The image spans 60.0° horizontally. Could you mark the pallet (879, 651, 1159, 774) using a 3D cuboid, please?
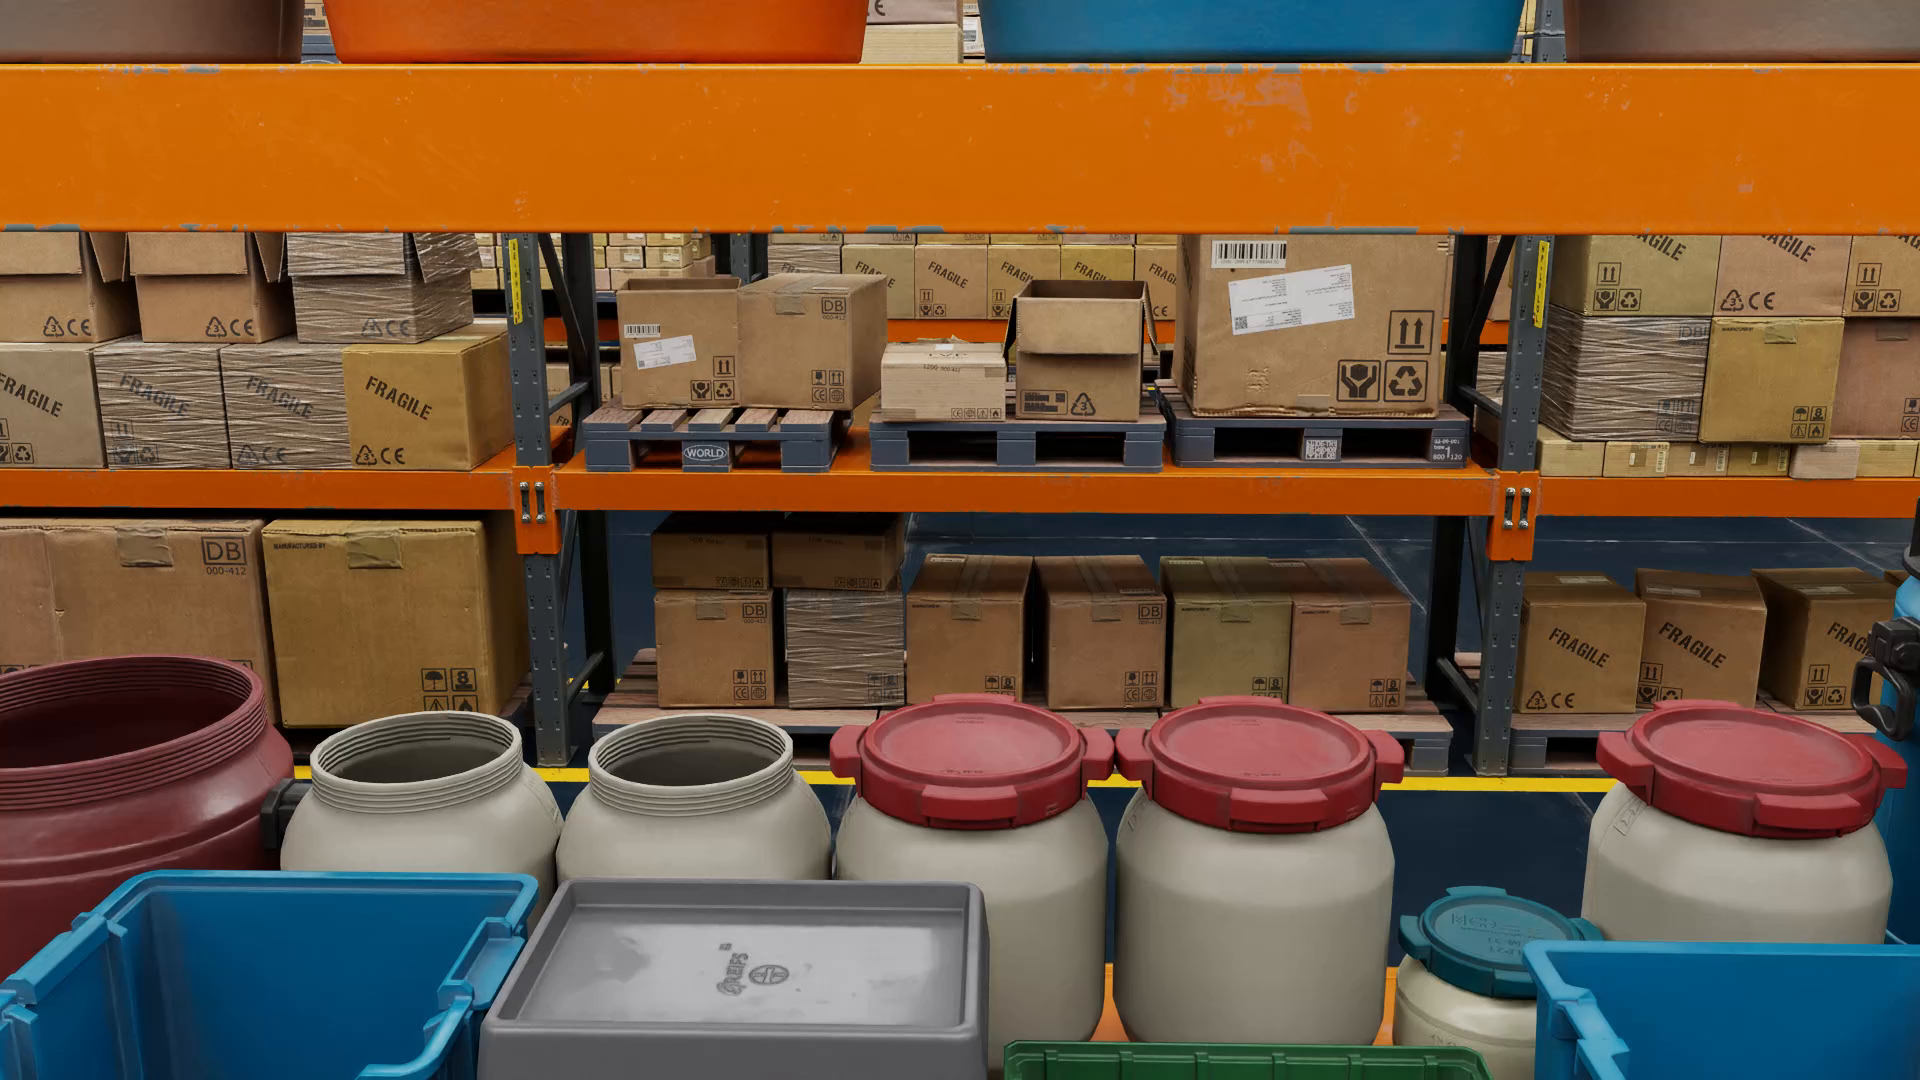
[{"bbox_3d":[0.260,0.764,7.530,1.213,0.211,1.003,0,15,1],"label":"pallet"}]

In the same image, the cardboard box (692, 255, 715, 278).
[{"bbox_3d":[-1.952,-1.999,12.204,0.250,0.149,0.380,0,15,1],"label":"cardboard box"}]

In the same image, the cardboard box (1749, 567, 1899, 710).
[{"bbox_3d":[3.856,0.432,7.400,0.500,0.500,0.500,-1,15,-4],"label":"cardboard box"}]

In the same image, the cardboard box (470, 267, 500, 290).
[{"bbox_3d":[-3.296,-1.840,11.603,0.250,0.149,0.380,1,15,3],"label":"cardboard box"}]

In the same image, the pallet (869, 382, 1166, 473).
[{"bbox_3d":[0.243,-0.503,7.243,1.213,0.211,1.003,0,15,1],"label":"pallet"}]

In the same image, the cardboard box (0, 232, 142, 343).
[{"bbox_3d":[-3.790,-1.148,7.150,0.637,0.503,0.797,1,15,3],"label":"cardboard box"}]

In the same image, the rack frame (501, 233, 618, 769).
[{"bbox_3d":[-1.737,-0.598,7.228,0.127,3.000,1.000,0,15,1],"label":"rack frame"}]

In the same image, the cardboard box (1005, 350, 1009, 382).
[{"bbox_3d":[-0.029,-0.946,12.133,0.750,0.750,1.050,1,15,2],"label":"cardboard box"}]

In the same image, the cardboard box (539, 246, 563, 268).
[{"bbox_3d":[-2.795,-1.979,11.548,0.250,0.149,0.380,0,15,2],"label":"cardboard box"}]

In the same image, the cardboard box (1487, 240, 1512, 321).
[{"bbox_3d":[3.946,-1.878,11.785,0.550,0.550,0.875,0,15,1],"label":"cardboard box"}]

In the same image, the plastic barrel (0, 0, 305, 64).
[{"bbox_3d":[-1.048,-0.967,1.764,0.600,0.901,0.600,0,15,0],"label":"plastic barrel"}]

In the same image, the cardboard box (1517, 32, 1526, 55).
[{"bbox_3d":[3.603,-3.323,11.148,0.250,0.149,0.380,0,15,1],"label":"cardboard box"}]

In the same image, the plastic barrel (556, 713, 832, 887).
[{"bbox_3d":[-0.409,0.566,2.597,0.421,0.512,0.421,0,15,0],"label":"plastic barrel"}]

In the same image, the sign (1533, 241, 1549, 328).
[{"bbox_3d":[2.251,-0.991,6.445,0.005,0.325,0.100,0,15,1],"label":"sign"}]

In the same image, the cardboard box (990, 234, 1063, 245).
[{"bbox_3d":[0.469,-2.380,11.825,0.500,0.500,0.700,0,15,1],"label":"cardboard box"}]

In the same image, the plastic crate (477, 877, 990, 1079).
[{"bbox_3d":[-0.256,0.722,2.097,0.583,0.464,0.402,0,15,1],"label":"plastic crate"}]

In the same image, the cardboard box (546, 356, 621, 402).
[{"bbox_3d":[-2.705,-1.158,11.955,0.500,0.250,0.500,1,15,2],"label":"cardboard box"}]

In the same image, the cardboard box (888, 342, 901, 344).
[{"bbox_3d":[-0.920,-2.052,17.065,0.625,0.372,0.950,-1,15,-2],"label":"cardboard box"}]

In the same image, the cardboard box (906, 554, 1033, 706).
[{"bbox_3d":[0.055,0.399,7.485,0.500,0.500,0.700,2,15,6],"label":"cardboard box"}]

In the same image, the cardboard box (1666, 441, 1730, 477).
[{"bbox_3d":[2.969,-0.373,6.867,0.250,0.149,0.380,0,15,1],"label":"cardboard box"}]

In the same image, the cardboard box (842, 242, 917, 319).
[{"bbox_3d":[-0.559,-1.837,11.725,0.500,0.500,0.500,0,15,1],"label":"cardboard box"}]

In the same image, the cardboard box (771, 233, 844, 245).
[{"bbox_3d":[-1.061,-2.389,11.859,0.500,0.500,0.700,0,15,1],"label":"cardboard box"}]

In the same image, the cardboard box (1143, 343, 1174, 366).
[{"bbox_3d":[1.990,-2.035,17.000,0.625,0.372,0.950,1,15,2],"label":"cardboard box"}]

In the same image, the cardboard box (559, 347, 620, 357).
[{"bbox_3d":[-2.700,-1.289,12.453,0.500,0.250,0.500,0,15,1],"label":"cardboard box"}]

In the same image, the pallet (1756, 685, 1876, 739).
[{"bbox_3d":[4.157,0.779,7.475,1.213,0.211,1.003,0,15,1],"label":"pallet"}]

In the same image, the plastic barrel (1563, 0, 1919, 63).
[{"bbox_3d":[0.967,-0.954,1.714,0.600,0.901,0.600,0,15,0],"label":"plastic barrel"}]

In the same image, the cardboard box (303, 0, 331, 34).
[{"bbox_3d":[-2.349,-2.287,6.724,0.637,0.503,0.797,1,15,5],"label":"cardboard box"}]

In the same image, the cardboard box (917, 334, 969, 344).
[{"bbox_3d":[-0.063,-0.794,7.411,0.258,0.266,0.396,0,15,0],"label":"cardboard box"}]

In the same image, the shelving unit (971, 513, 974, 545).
[{"bbox_3d":[-0.165,-0.581,10.691,0.503,1.200,0.258,0,15,1],"label":"shelving unit"}]

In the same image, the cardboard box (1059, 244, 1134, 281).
[{"bbox_3d":[0.950,-1.827,11.688,0.500,0.500,0.500,1,15,2],"label":"cardboard box"}]

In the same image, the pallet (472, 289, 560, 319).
[{"bbox_3d":[-3.489,-1.772,12.054,1.213,0.211,1.003,0,15,1],"label":"pallet"}]

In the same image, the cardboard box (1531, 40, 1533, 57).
[{"bbox_3d":[2.724,-2.014,7.007,0.500,0.250,0.500,1,15,4],"label":"cardboard box"}]

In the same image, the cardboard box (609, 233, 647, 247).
[{"bbox_3d":[-2.262,-2.120,11.500,0.250,0.149,0.380,0,15,1],"label":"cardboard box"}]

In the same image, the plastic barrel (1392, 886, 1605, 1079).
[{"bbox_3d":[0.816,0.710,2.540,0.301,0.262,0.301,0,15,0],"label":"plastic barrel"}]

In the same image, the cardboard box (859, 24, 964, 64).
[{"bbox_3d":[-0.247,-1.904,6.590,0.500,0.250,0.500,1,15,3],"label":"cardboard box"}]

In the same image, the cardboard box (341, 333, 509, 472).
[{"bbox_3d":[-2.237,-0.587,6.988,0.500,0.500,0.500,1,15,3],"label":"cardboard box"}]

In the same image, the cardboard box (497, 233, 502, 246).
[{"bbox_3d":[-3.032,-2.126,11.521,0.250,0.149,0.380,0,15,1],"label":"cardboard box"}]

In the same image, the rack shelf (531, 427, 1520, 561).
[{"bbox_3d":[0.262,-0.237,7.270,4.000,0.370,1.077,0,15,1],"label":"rack shelf"}]

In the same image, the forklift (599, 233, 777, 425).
[{"bbox_3d":[-1.614,-2.411,14.231,3.031,2.935,1.130,-1,15,-3],"label":"forklift"}]

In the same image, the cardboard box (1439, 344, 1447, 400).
[{"bbox_3d":[3.116,-0.990,12.055,0.875,0.875,0.875,1,15,2],"label":"cardboard box"}]

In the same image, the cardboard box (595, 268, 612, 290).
[{"bbox_3d":[-2.520,-1.834,11.580,0.250,0.149,0.380,1,15,2],"label":"cardboard box"}]

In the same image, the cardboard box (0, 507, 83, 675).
[{"bbox_3d":[-4.202,0.205,7.526,0.875,0.875,1.225,0,15,-1],"label":"cardboard box"}]

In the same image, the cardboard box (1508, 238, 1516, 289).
[{"bbox_3d":[2.718,-1.315,7.206,0.500,0.500,0.500,0,15,1],"label":"cardboard box"}]

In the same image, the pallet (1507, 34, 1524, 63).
[{"bbox_3d":[1.647,-1.963,6.889,1.003,0.211,1.213,0,15,1],"label":"pallet"}]

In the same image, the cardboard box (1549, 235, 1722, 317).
[{"bbox_3d":[2.705,-1.180,6.694,0.500,0.500,0.500,0,15,1],"label":"cardboard box"}]

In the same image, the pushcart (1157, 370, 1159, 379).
[{"bbox_3d":[2.506,-1.250,14.838,0.936,0.377,1.648,-5,16,-18],"label":"pushcart"}]

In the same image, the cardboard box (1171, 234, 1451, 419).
[{"bbox_3d":[1.471,-1.106,7.154,1.000,1.000,1.000,0,15,2],"label":"cardboard box"}]

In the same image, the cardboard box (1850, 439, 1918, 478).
[{"bbox_3d":[3.719,-0.371,6.858,0.250,0.149,0.380,0,15,1],"label":"cardboard box"}]

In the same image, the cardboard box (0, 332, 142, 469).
[{"bbox_3d":[-3.763,-0.598,7.029,0.500,0.500,0.500,1,15,2],"label":"cardboard box"}]

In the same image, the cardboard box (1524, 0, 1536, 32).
[{"bbox_3d":[3.980,-3.529,11.148,0.500,0.250,0.500,0,15,1],"label":"cardboard box"}]

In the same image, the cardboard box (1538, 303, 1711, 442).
[{"bbox_3d":[2.710,-0.746,7.008,0.500,0.500,0.875,0,15,1],"label":"cardboard box"}]

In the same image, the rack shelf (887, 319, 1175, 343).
[{"bbox_3d":[0.490,-1.502,12.062,4.000,0.370,1.077,0,15,1],"label":"rack shelf"}]

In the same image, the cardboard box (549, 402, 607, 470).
[{"bbox_3d":[-2.693,-0.799,12.065,0.500,0.500,0.500,1,15,4],"label":"cardboard box"}]

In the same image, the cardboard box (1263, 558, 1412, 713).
[{"bbox_3d":[1.648,0.414,7.428,0.500,0.500,0.700,-1,15,-3],"label":"cardboard box"}]

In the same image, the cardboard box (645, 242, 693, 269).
[{"bbox_3d":[-2.015,-1.975,11.532,0.250,0.149,0.380,1,15,3],"label":"cardboard box"}]
